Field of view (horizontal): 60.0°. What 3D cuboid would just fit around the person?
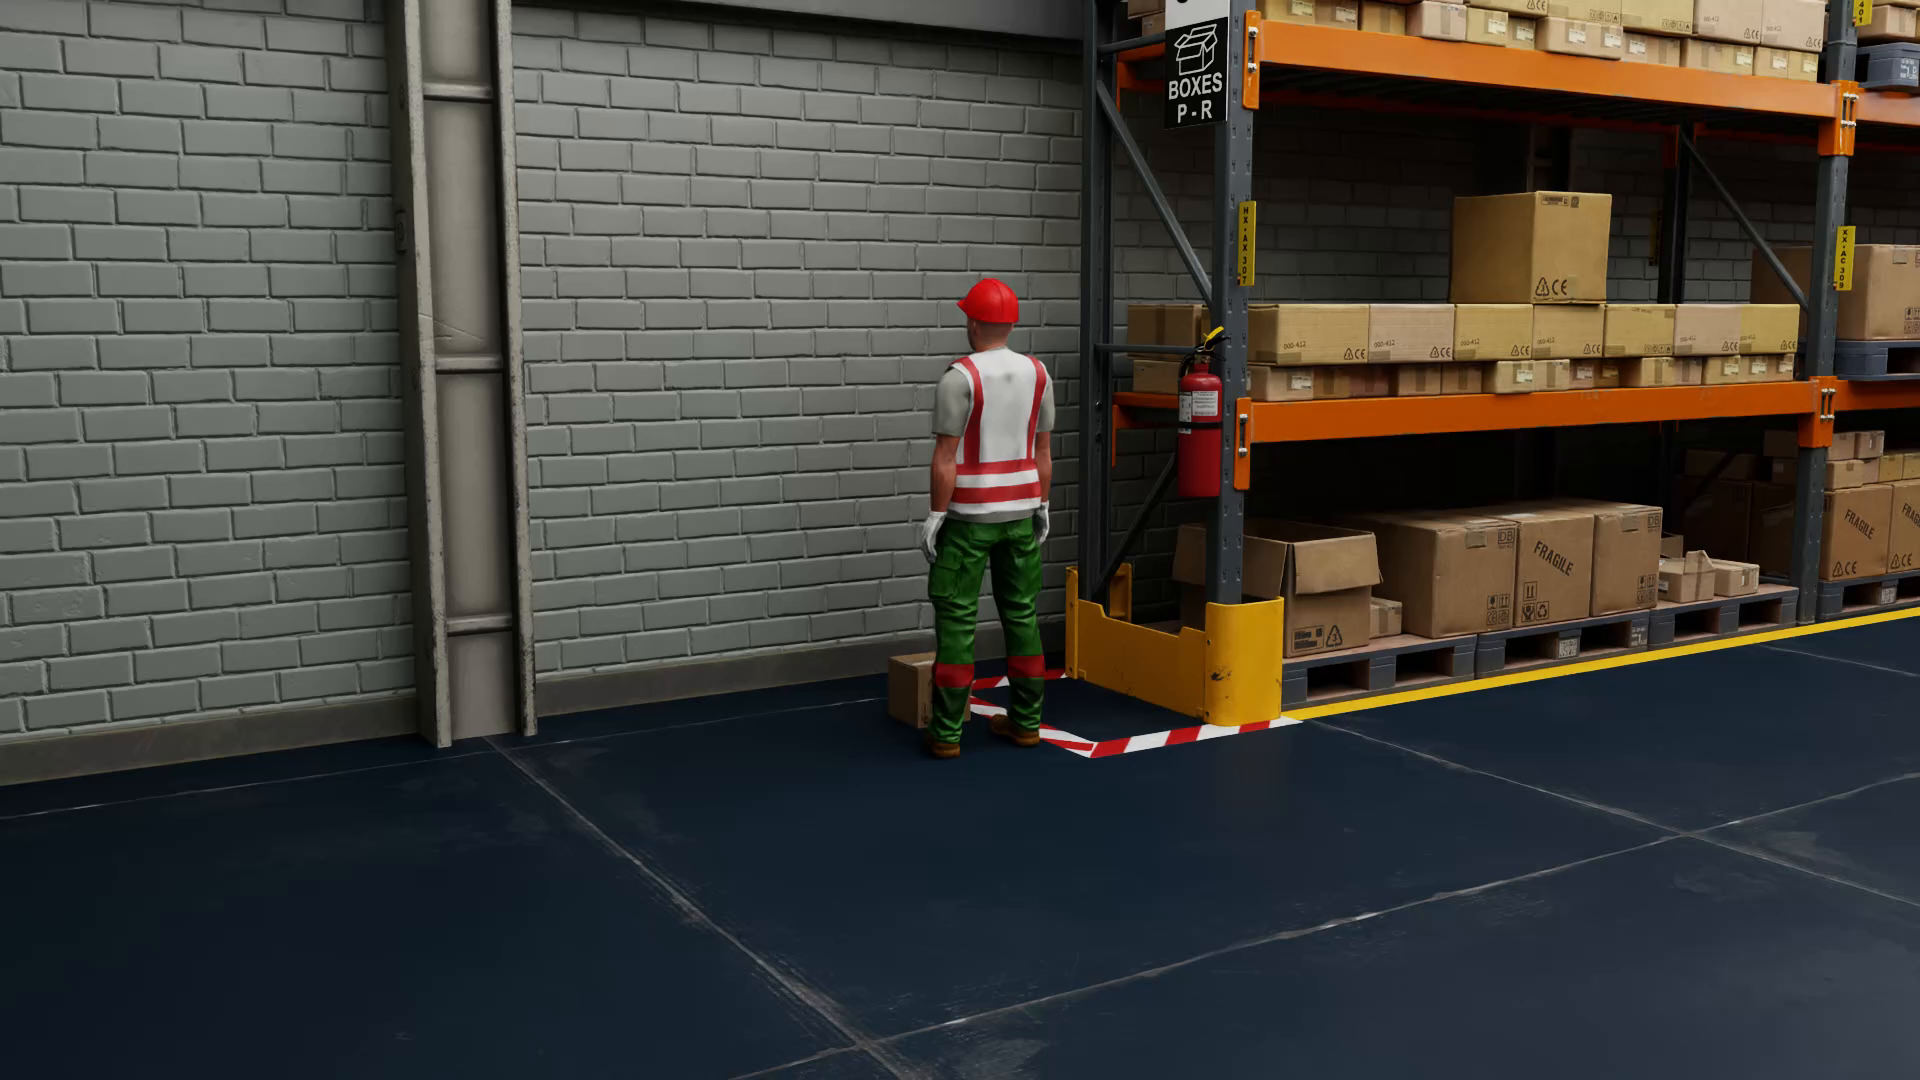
[{"bbox_3d":[0.100,-0.092,6.342,0.557,1.790,0.365,-4,9,-28],"label":"person"}]
